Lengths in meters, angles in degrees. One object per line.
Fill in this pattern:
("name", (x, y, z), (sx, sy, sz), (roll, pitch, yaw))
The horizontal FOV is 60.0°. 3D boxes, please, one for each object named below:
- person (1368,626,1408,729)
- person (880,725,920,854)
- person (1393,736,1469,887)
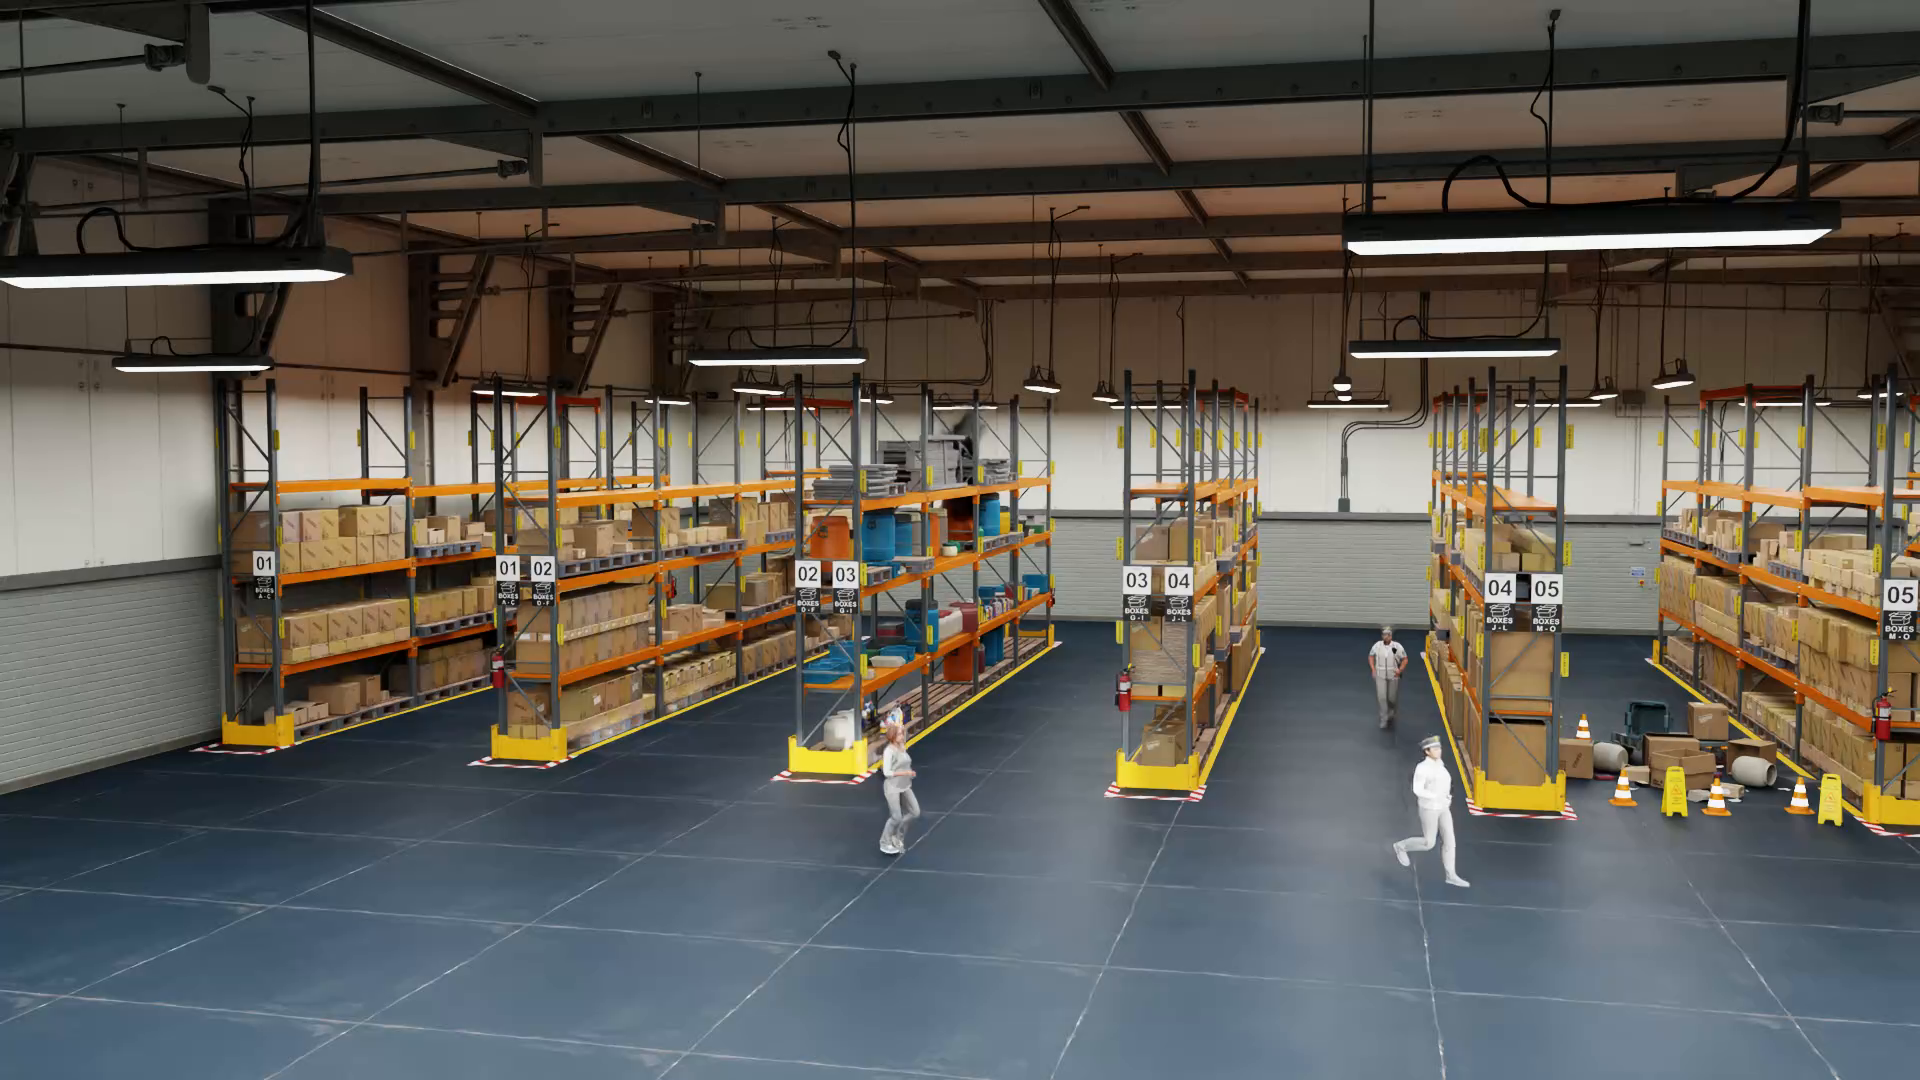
("person", (7.510, 2.388, 29.207), (0.680, 1.764, 0.791), (1, 4, 17))
("person", (-0.712, 3.007, 19.952), (0.596, 1.575, 0.517), (2, 4, 35))
("person", (5.371, 3.033, 18.830), (0.630, 1.661, 0.938), (-3, 4, -39))
